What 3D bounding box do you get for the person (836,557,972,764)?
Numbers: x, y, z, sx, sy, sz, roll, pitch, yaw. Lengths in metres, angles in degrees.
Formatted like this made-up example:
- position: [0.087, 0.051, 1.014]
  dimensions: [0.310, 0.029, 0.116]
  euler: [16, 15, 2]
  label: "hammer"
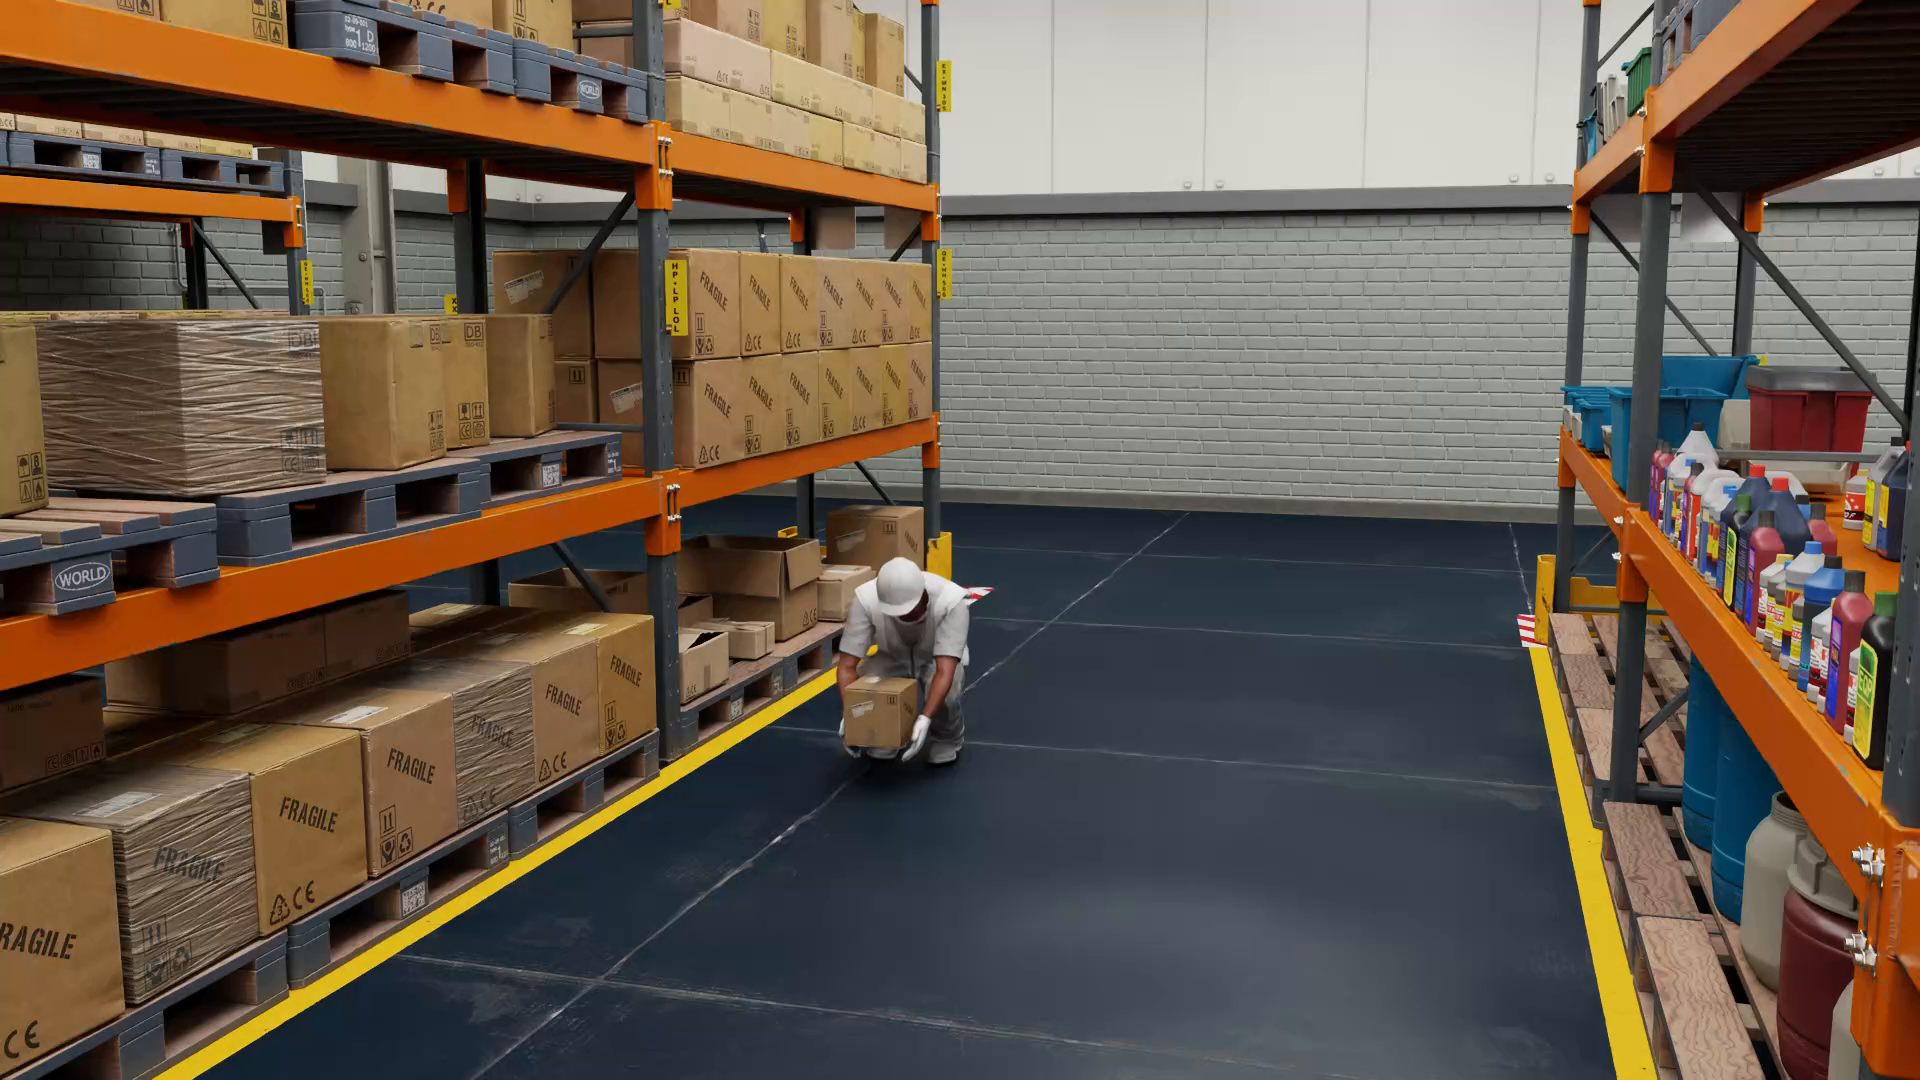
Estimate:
- position: [-0.218, 0.526, 7.416]
  dimensions: [0.576, 0.991, 0.903]
  euler: [2, 9, 16]
  label: "person"
